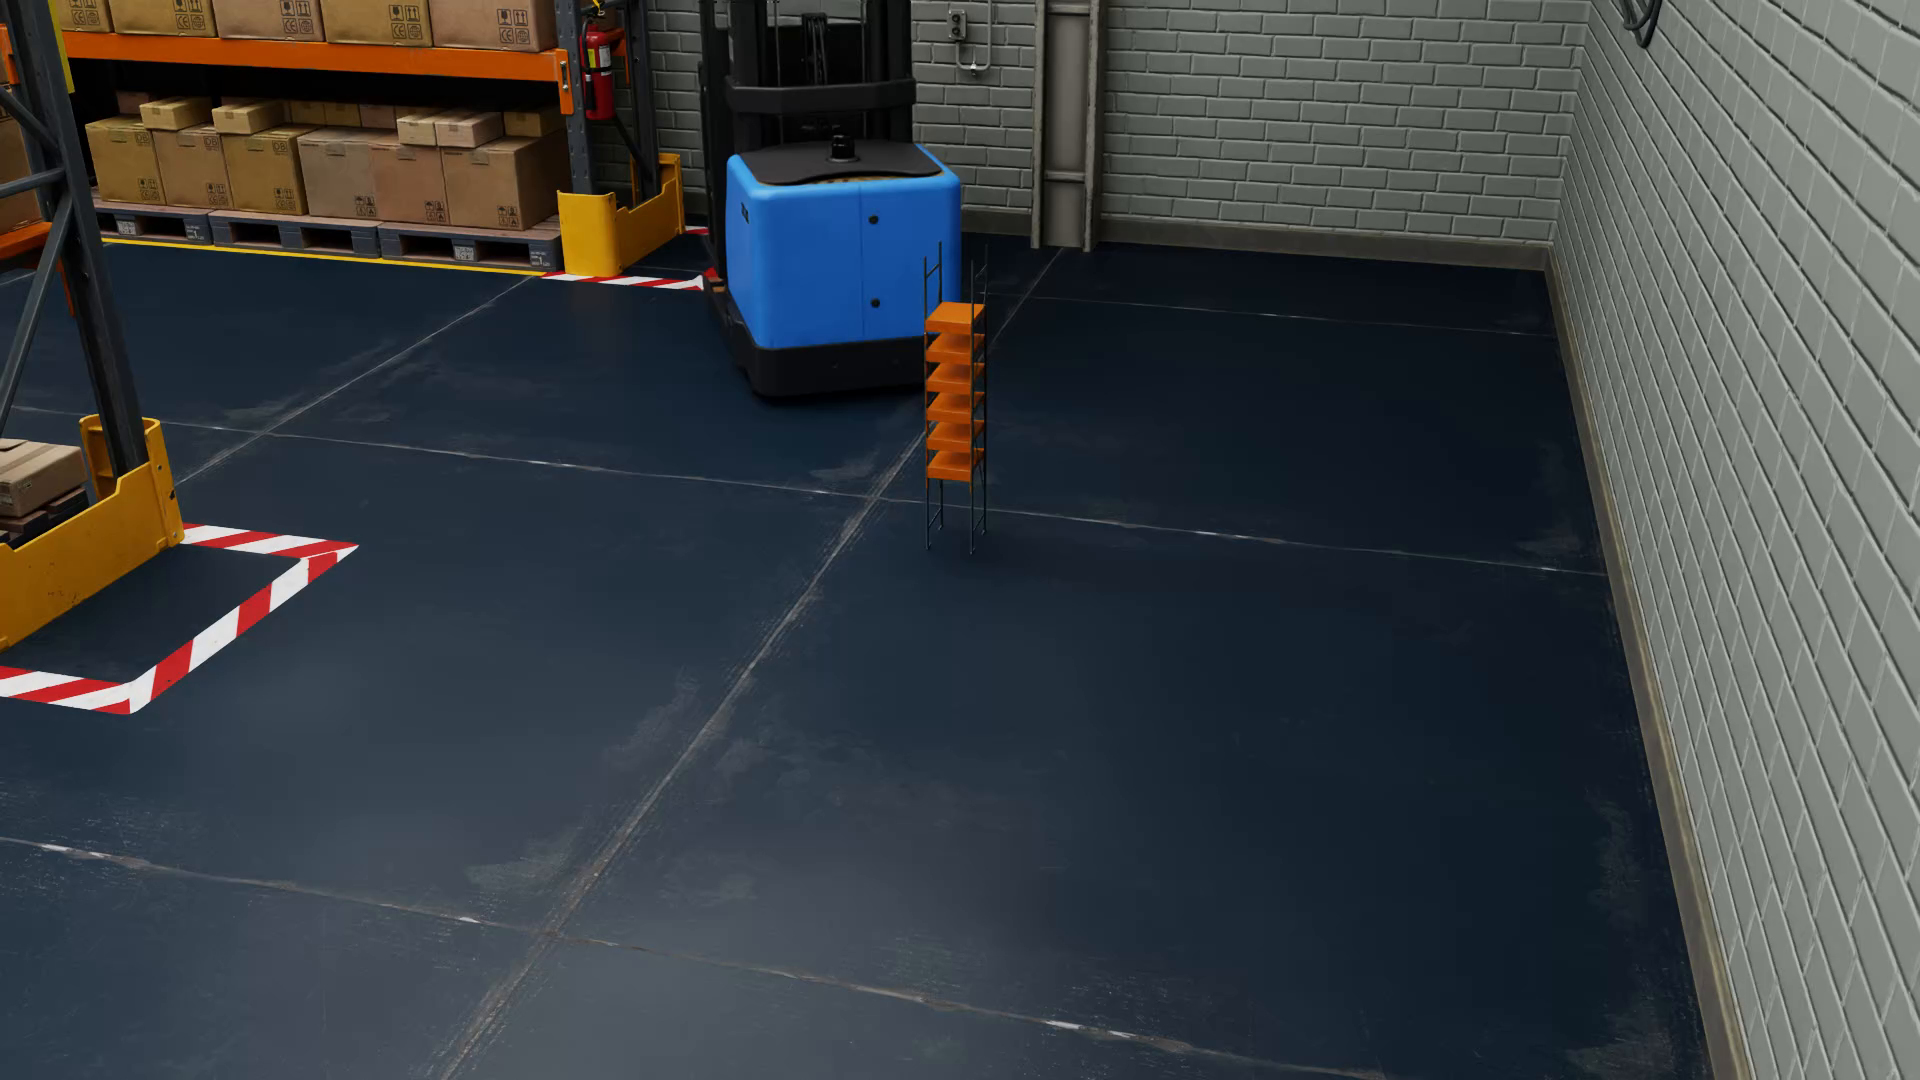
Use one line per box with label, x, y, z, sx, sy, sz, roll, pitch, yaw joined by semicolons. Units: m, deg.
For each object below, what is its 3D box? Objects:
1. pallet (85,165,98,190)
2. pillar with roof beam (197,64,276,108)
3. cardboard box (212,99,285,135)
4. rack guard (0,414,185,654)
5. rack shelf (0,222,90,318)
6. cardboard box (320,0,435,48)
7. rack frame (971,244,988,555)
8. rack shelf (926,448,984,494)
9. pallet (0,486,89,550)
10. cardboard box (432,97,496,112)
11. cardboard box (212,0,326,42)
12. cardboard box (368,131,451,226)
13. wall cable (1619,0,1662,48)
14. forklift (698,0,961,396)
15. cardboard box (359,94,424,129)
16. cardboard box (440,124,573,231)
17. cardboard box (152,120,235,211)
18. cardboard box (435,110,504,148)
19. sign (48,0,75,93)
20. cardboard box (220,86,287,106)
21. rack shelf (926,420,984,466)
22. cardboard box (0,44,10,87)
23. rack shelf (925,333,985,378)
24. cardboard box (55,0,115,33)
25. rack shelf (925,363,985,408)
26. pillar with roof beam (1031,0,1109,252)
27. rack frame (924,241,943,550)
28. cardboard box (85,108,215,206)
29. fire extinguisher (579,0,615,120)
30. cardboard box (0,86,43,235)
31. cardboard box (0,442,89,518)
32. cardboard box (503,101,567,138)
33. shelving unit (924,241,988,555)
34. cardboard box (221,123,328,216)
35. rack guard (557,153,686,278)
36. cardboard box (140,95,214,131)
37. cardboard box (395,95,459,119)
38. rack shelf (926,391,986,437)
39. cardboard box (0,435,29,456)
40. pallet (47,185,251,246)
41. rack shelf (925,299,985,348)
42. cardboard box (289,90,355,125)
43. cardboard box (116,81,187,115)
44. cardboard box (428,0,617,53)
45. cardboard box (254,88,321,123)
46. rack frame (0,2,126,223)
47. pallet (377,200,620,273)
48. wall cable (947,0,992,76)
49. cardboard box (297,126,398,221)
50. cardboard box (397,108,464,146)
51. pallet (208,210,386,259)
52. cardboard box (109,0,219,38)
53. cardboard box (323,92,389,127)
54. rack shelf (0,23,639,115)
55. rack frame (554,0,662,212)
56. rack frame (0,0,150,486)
pallet;-6.786;-2.426;11.601;1.213;0.211;1.003;6;26;13
pillar with roof beam;-6.199;-4.836;6.439;0.400;9.000;9.100;6;26;13
cardboard box;-4.530;-2.697;10.590;0.250;0.149;0.380;6;26;12
rack guard;-3.450;-0.023;6.216;0.348;0.500;1.175;6;26;13
rack shelf;-5.313;-1.033;6.266;4.000;0.370;1.077;6;26;13
cardboard box;-3.350;-3.465;10.190;0.700;0.700;0.980;6;26;13
rack frame;0.075;-0.533;6.475;0.006;1.200;0.240;6;26;13
rack shelf;-0.014;-0.286;6.618;0.180;0.103;0.258;6;26;13
pallet;-4.222;0.023;6.457;1.213;0.211;1.003;6;26;13
cardboard box;-3.169;-2.717;10.632;0.250;0.149;0.380;6;26;13
cardboard box;-4.086;-3.551;10.369;0.700;0.700;0.980;5;26;10
cardboard box;-3.334;-2.354;10.624;0.500;0.500;0.700;6;26;13
wall cable;3.242;-3.758;7.788;0.112;2.526;3.097;6;26;13
forklift;-0.856;-2.629;8.862;1.130;2.935;3.031;-7;26;-14
cardboard box;-3.658;-2.771;10.745;0.250;0.149;0.380;7;26;14
cardboard box;-2.849;-2.300;10.511;0.500;0.500;0.700;6;26;13
cardboard box;-4.836;-2.517;10.967;0.500;0.500;0.700;6;26;12
cardboard box;-3.019;-2.531;10.242;0.250;0.149;0.380;6;26;12
sign;-3.241;-1.760;5.950;0.005;0.325;0.100;6;26;13
cardboard box;-4.646;-2.880;10.974;0.250;0.149;0.380;5;26;11
rack shelf;-0.014;-0.395;6.566;0.180;0.103;0.258;6;26;13
cardboard box;-3.741;-1.797;5.756;0.500;0.500;0.500;7;26;15
rack shelf;-0.014;-0.720;6.411;0.180;0.103;0.258;6;26;13
cardboard box;-5.499;-3.705;10.693;0.700;0.700;0.980;7;26;14
rack shelf;-0.014;-0.612;6.463;0.180;0.103;0.258;6;26;13
pillar with roof beam;-0.388;-4.193;5.090;0.400;9.000;9.100;6;26;13
rack frame;-0.103;-0.553;6.516;0.006;1.200;0.240;6;26;13
cardboard box;-5.322;-2.572;11.083;0.500;0.500;0.700;7;26;14
fire extinguisher;-2.115;-2.794;9.654;0.183;0.674;0.296;6;26;13
cardboard box;-3.741;-1.346;5.971;0.500;0.500;0.500;7;26;14
cardboard box;-3.696;-0.243;6.575;0.250;0.149;0.380;6;26;13
cardboard box;-2.678;-2.663;10.519;0.250;0.149;0.380;6;26;13
shelving unit;-0.014;-0.543;6.495;0.189;1.200;0.258;6;26;13
cardboard box;-4.339;-2.461;10.850;0.500;0.500;0.700;7;26;14
rack guard;-2.123;-2.075;10.526;0.348;0.500;1.175;6;26;13
cardboard box;-5.035;-2.753;10.707;0.250;0.149;0.380;7;26;15
cardboard box;-3.411;-2.744;10.689;0.250;0.149;0.380;7;26;13
rack shelf;-0.014;-0.503;6.514;0.180;0.103;0.258;6;26;13
cardboard box;-3.939;-0.277;6.627;0.250;0.166;0.380;6;26;13
pallet;-5.303;-2.261;11.254;1.213;0.211;1.003;6;26;13
rack shelf;-0.014;-0.828;6.360;0.180;0.103;0.258;6;26;13
cardboard box;-4.152;-2.825;10.860;0.250;0.149;0.380;6;26;12
cardboard box;-5.413;-2.964;11.150;0.250;0.149;0.380;6;26;13
cardboard box;-2.643;-3.392;10.036;0.700;0.700;0.980;8;26;15
cardboard box;-4.402;-2.853;10.917;0.250;0.149;0.380;7;26;14
rack frame;-6.020;-3.634;10.894;0.127;3.000;1.000;6;26;13
pallet;-2.940;-2.000;10.705;1.213;0.211;1.003;6;26;13
wall cable;-0.671;-3.921;10.315;1.851;1.984;0.084;6;26;13
cardboard box;-3.821;-2.407;10.736;0.500;0.500;0.700;5;26;11
cardboard box;-3.267;-2.558;10.298;0.250;0.149;0.380;7;26;14
pallet;-4.118;-2.131;10.981;1.213;0.211;1.003;6;26;13
cardboard box;-4.793;-3.624;10.524;0.700;0.700;0.980;6;26;12
cardboard box;-3.907;-2.798;10.802;0.250;0.149;0.380;7;26;14
rack shelf;-4.083;-3.095;10.599;4.000;0.370;1.077;6;26;13
rack frame;-2.146;-3.206;9.994;0.127;3.000;1.000;6;26;13
rack frame;-3.376;-1.143;5.662;0.127;3.000;1.000;6;26;13
